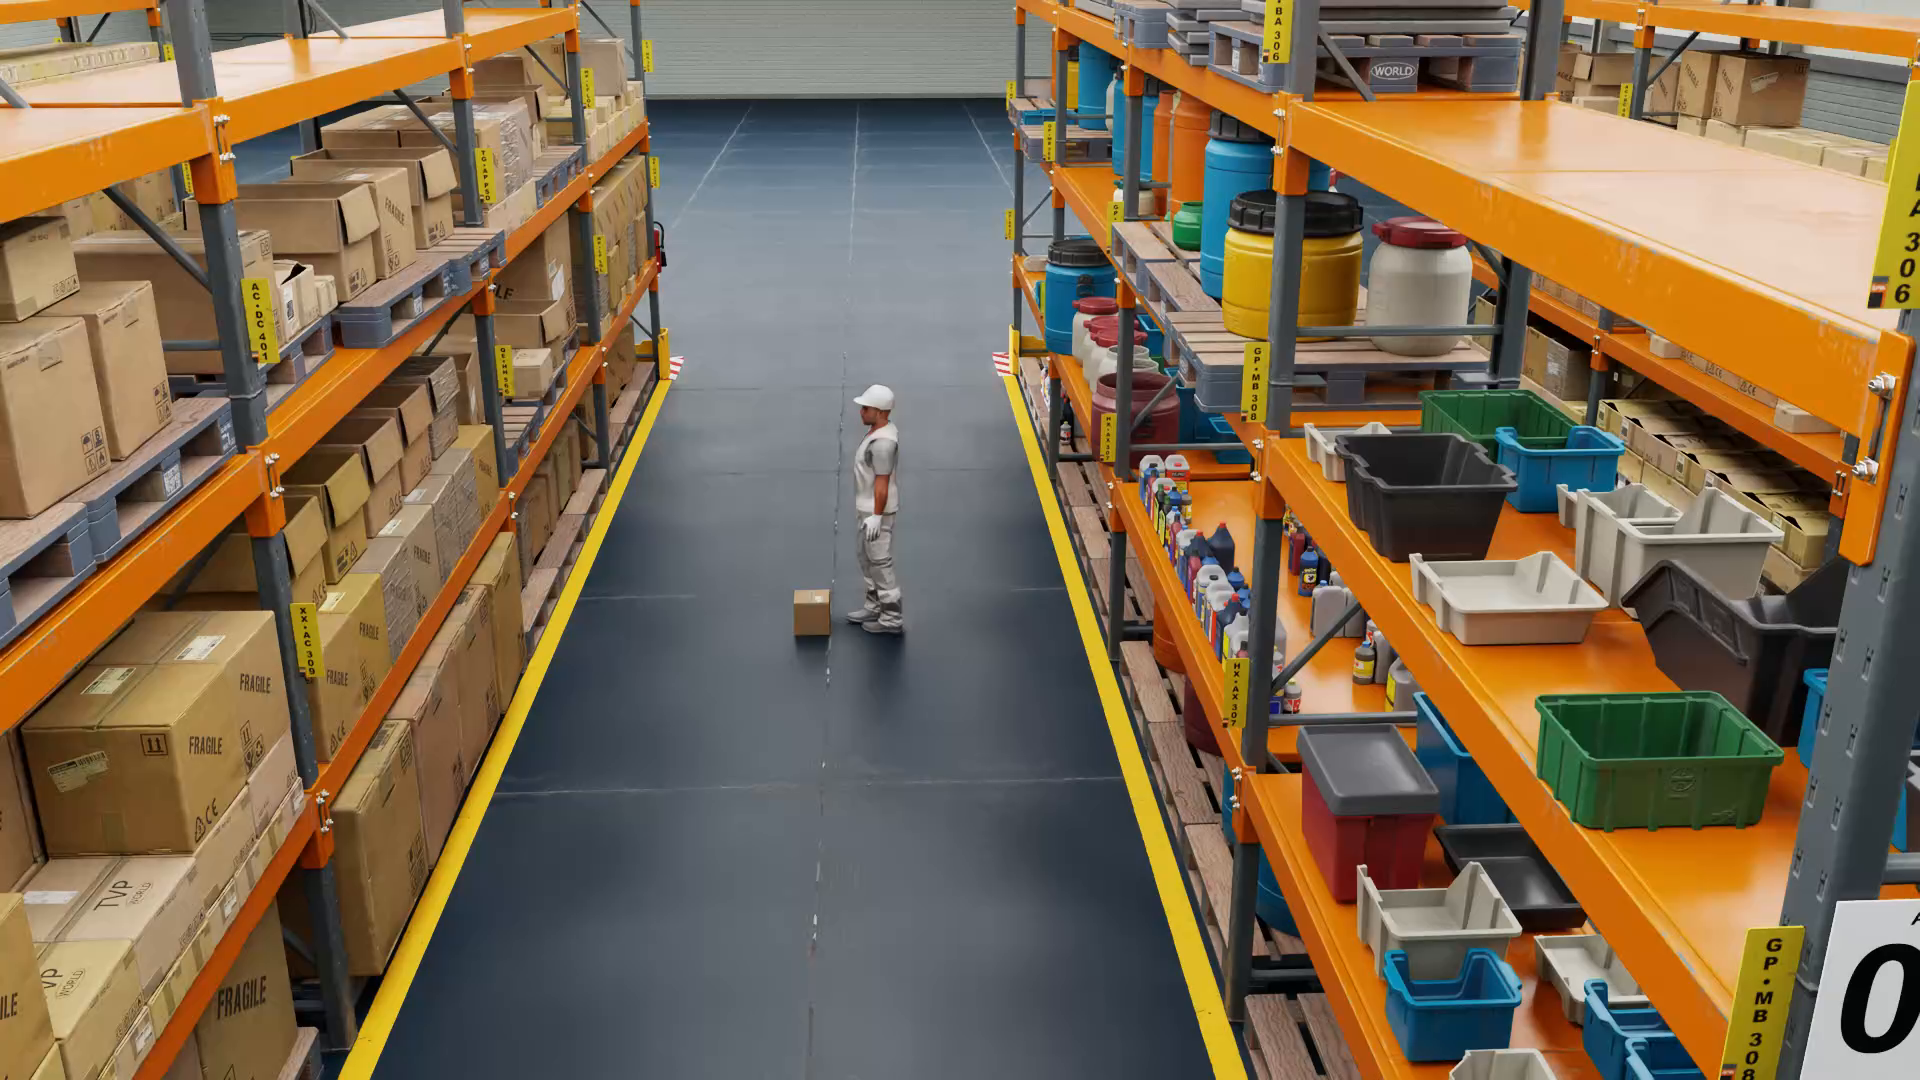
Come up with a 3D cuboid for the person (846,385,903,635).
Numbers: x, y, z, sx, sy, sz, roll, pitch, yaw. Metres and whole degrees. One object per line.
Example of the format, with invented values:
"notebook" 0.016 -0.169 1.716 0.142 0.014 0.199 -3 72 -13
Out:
"person" -0.617 -0.212 11.620 0.409 1.789 0.522 -1 20 -3
